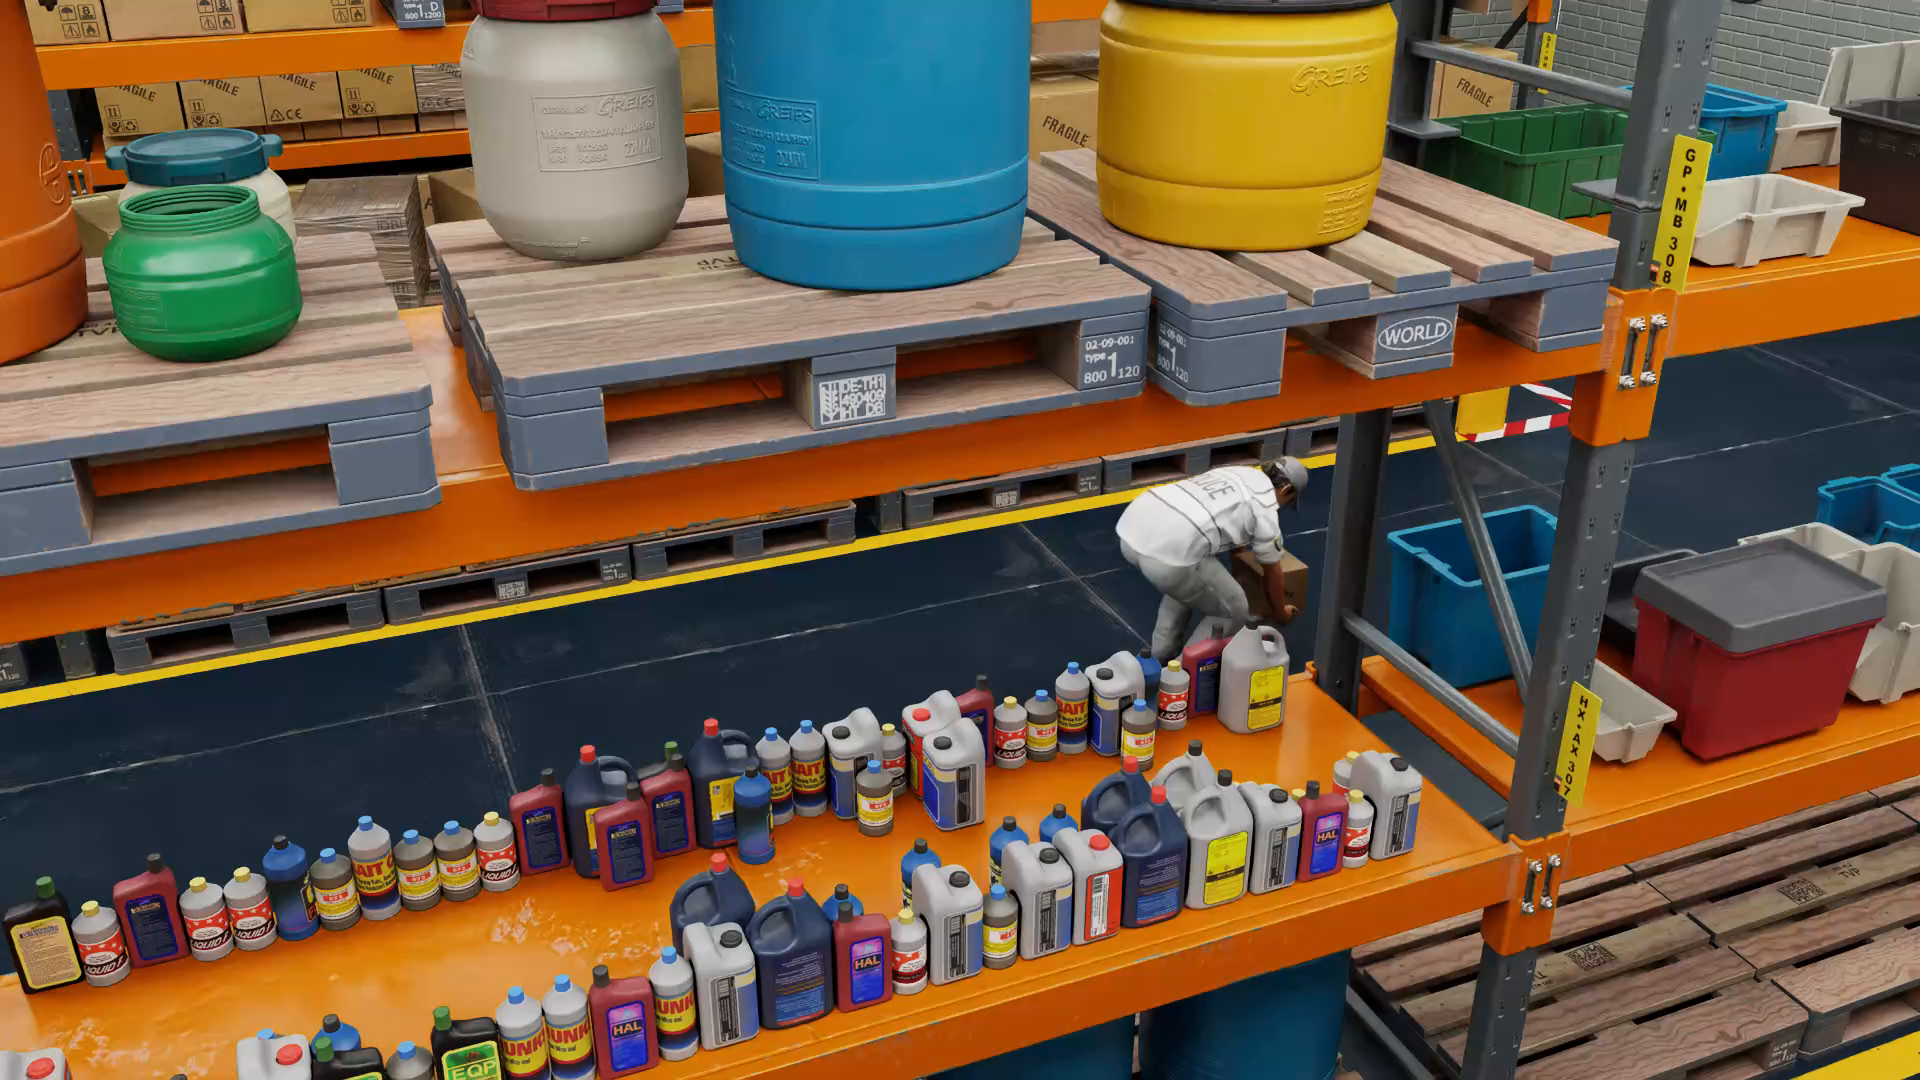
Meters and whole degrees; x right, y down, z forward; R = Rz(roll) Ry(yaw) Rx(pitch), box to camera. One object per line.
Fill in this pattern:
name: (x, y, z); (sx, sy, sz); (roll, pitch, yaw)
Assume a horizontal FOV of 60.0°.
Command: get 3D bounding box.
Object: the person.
person: (1.154, 0.161, 7.526); (0.938, 1.014, 0.501); (-12, 29, -23)
